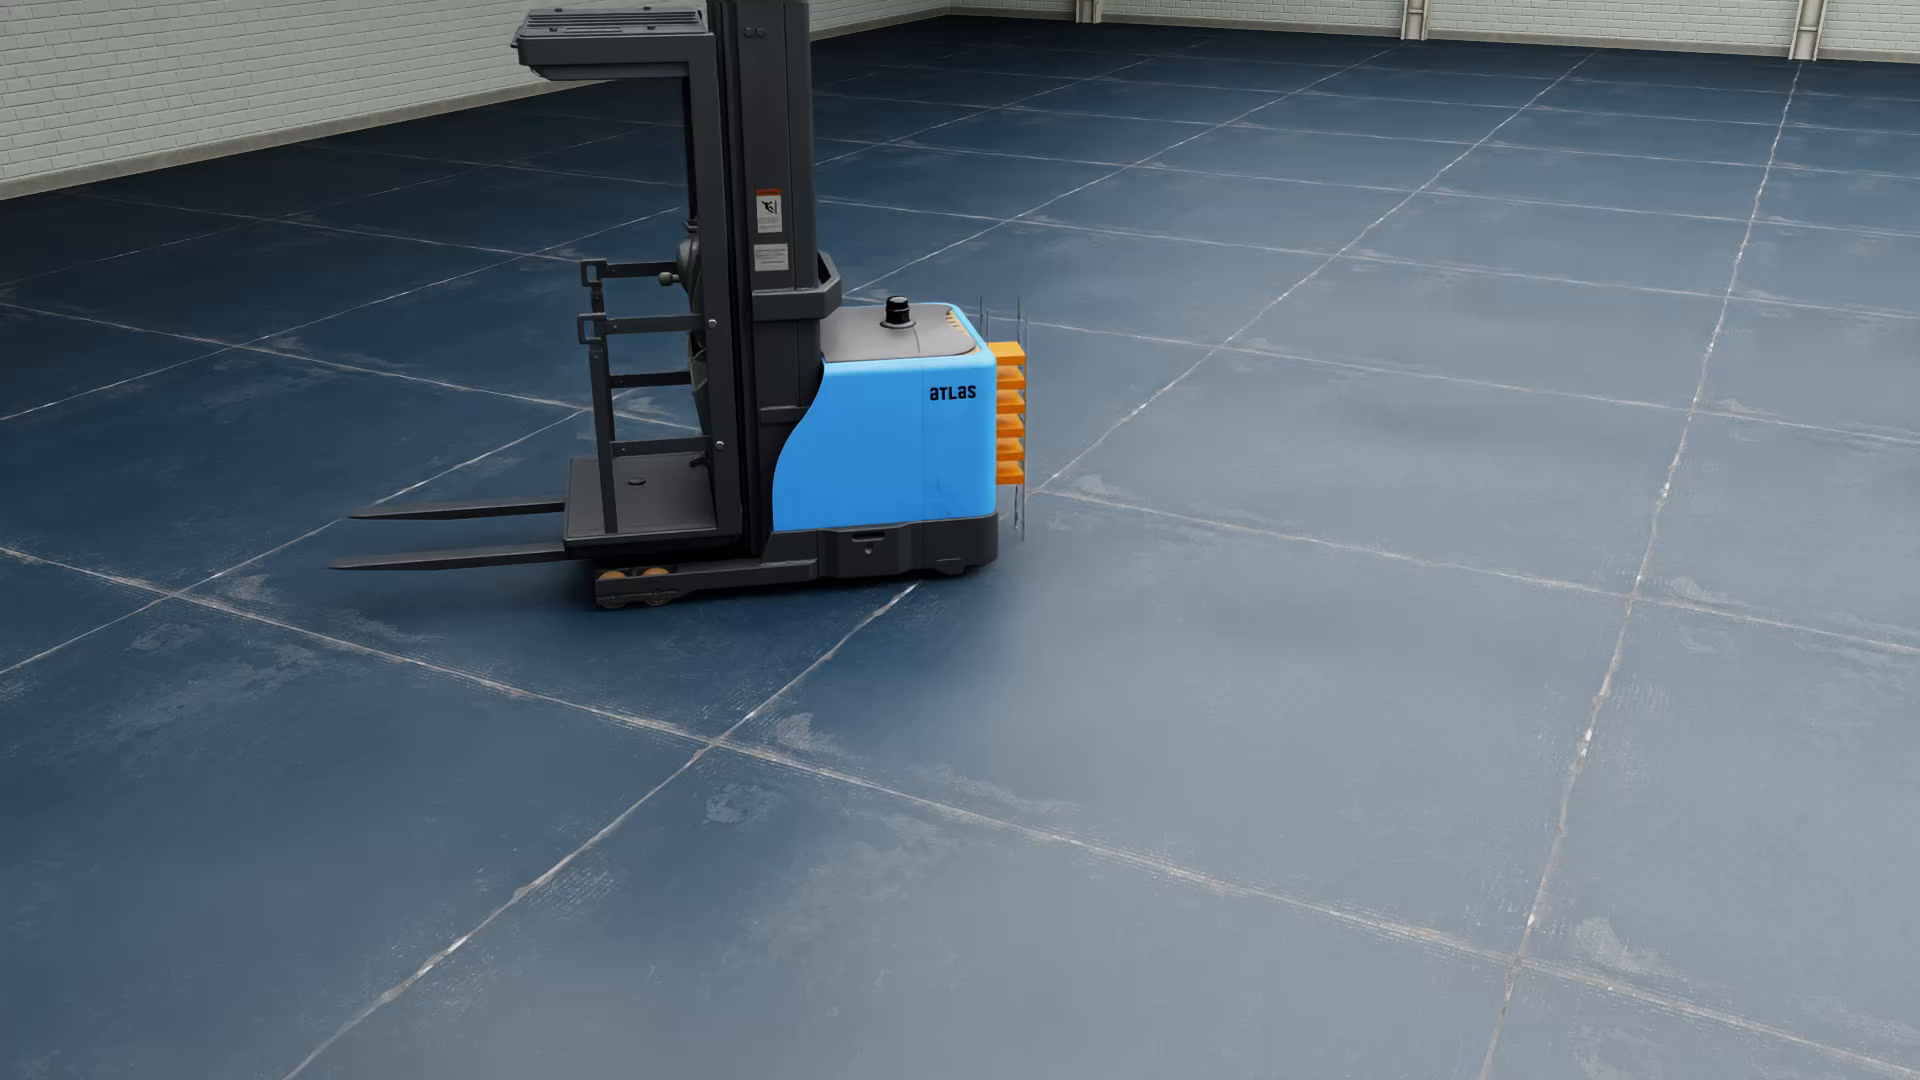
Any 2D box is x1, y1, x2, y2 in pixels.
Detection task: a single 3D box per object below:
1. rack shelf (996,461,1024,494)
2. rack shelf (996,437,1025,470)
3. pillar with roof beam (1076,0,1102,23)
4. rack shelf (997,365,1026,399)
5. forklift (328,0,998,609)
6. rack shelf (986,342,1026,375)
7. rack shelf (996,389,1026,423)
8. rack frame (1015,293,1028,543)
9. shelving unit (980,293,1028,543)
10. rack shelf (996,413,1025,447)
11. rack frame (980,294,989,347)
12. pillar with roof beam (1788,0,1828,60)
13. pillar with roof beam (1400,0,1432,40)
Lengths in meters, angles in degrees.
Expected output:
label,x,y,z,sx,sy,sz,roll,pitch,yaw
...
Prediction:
label,x,y,z,sx,sy,sz,roll,pitch,yaw
rack shelf,0.206,-0.316,8.184,0.180,0.103,0.258,-3,23,-7
rack shelf,0.206,-0.427,8.138,0.180,0.103,0.258,-3,23,-7
pillar with roof beam,0.442,-12.239,25.530,0.400,9.000,9.100,11,25,25
rack shelf,0.206,-0.759,8.000,0.180,0.103,0.258,-3,23,-7
forklift,-1.389,-1.263,7.474,3.031,2.935,1.130,-4,23,-10
rack shelf,0.206,-0.870,7.953,0.180,0.103,0.258,-3,23,-7
rack shelf,0.206,-0.648,8.046,0.180,0.103,0.258,-3,23,-7
rack frame,0.296,-0.584,8.087,0.006,1.200,0.240,-3,23,-7
shelving unit,0.206,-0.579,8.075,0.189,1.200,0.258,-3,23,-7
rack shelf,0.206,-0.538,8.092,0.180,0.103,0.258,-3,23,-7
rack frame,0.115,-0.574,8.063,0.006,1.200,0.240,-3,23,-7
pillar with roof beam,11.151,-10.120,20.547,0.400,9.000,9.100,11,25,25
pillar with roof beam,5.797,-11.179,23.039,0.400,9.000,9.100,11,25,25
